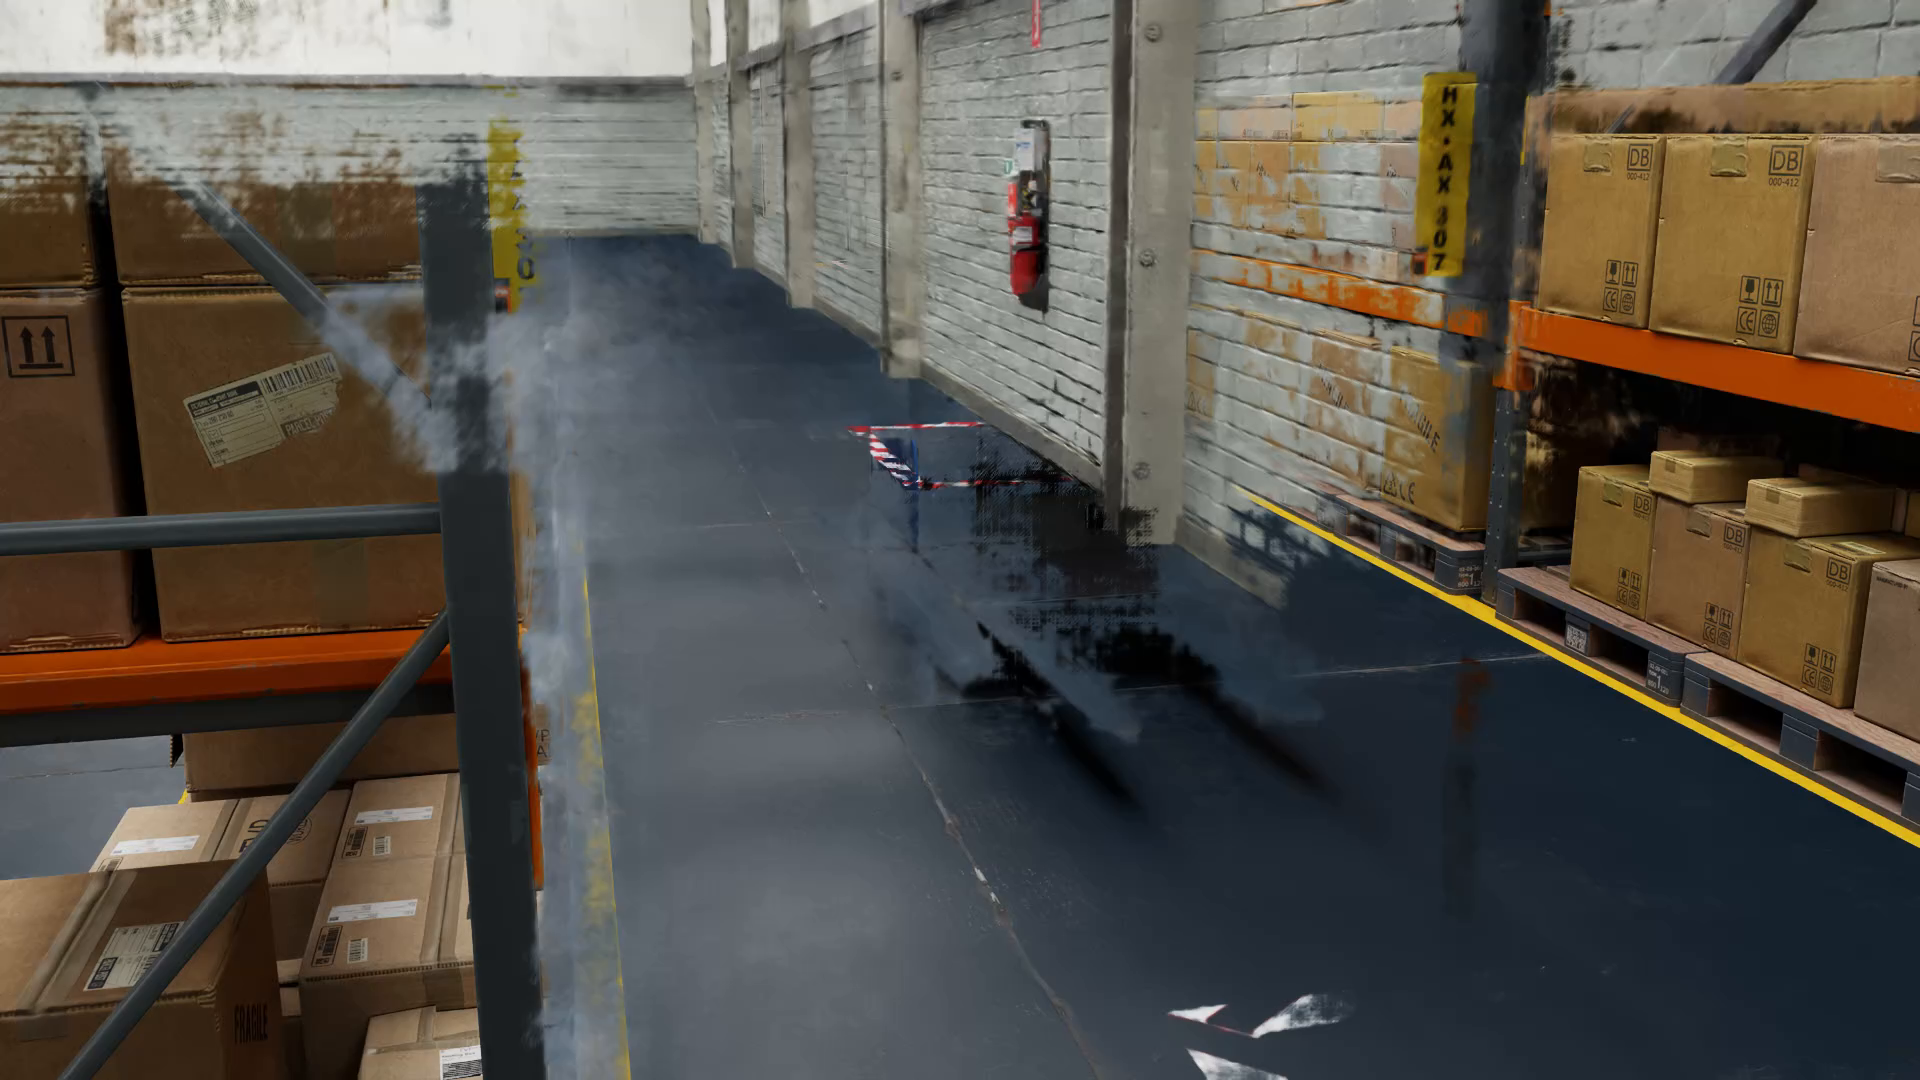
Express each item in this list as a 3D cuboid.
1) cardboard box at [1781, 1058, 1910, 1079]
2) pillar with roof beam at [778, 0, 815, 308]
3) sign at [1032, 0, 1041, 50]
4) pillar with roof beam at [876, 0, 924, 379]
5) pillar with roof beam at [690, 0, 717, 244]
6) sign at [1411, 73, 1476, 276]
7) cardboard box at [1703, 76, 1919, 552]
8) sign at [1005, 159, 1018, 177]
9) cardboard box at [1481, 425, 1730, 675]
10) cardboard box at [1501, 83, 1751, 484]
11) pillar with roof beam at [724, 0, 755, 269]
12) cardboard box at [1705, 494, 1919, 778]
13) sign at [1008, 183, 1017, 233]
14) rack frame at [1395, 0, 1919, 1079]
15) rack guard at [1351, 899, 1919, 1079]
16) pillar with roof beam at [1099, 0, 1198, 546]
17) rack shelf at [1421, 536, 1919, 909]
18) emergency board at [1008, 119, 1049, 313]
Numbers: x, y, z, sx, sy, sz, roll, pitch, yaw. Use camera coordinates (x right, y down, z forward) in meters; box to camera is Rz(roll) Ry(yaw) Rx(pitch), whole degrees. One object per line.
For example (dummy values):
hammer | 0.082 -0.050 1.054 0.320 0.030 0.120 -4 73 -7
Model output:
cardboard box | 0.045 -2.711 17.940 0.500 0.311 0.500 -5 15 -20
pillar with roof beam | -7.436 -10.681 33.186 9.100 9.000 0.400 -3 14 -13
sign | -0.882 -6.944 25.646 0.001 0.298 0.199 -3 14 -13
pillar with roof beam | -6.027 -9.297 27.520 9.100 9.000 0.400 -3 14 -13
pillar with roof beam | -10.255 -13.449 44.517 9.100 9.000 0.400 -3 14 -13
sign | -0.557 -4.358 18.120 0.100 0.325 0.005 -3 14 -13
cardboard box | -0.103 -4.027 17.285 0.500 0.500 0.500 -3 14 -13
sign | -1.014 -6.217 26.363 0.001 0.109 0.331 -3 14 -13
cardboard box | -0.224 -3.774 17.829 0.500 0.250 0.500 -4 14 -15
cardboard box | -0.210 -4.142 17.754 0.500 0.500 0.500 -3 14 -13
pillar with roof beam | -8.845 -12.065 38.851 9.100 9.000 0.400 -3 14 -13
cardboard box | -0.088 -3.655 17.342 0.500 0.250 0.500 -4 14 -15
sign | -1.006 -5.961 26.432 0.001 0.329 0.234 -3 14 -13
rack frame | -0.030 -3.968 18.347 1.000 3.000 0.127 -3 14 -13
rack guard | -0.012 -2.736 18.572 1.175 0.500 0.348 -3 14 -13
pillar with roof beam | -4.618 -7.913 21.854 9.100 9.000 0.400 -3 14 -13
rack shelf | 0.440 -3.157 16.544 1.077 0.370 4.000 -3 14 -13
emergency board | -0.977 -5.811 25.891 0.194 1.169 0.643 -3 14 -13
